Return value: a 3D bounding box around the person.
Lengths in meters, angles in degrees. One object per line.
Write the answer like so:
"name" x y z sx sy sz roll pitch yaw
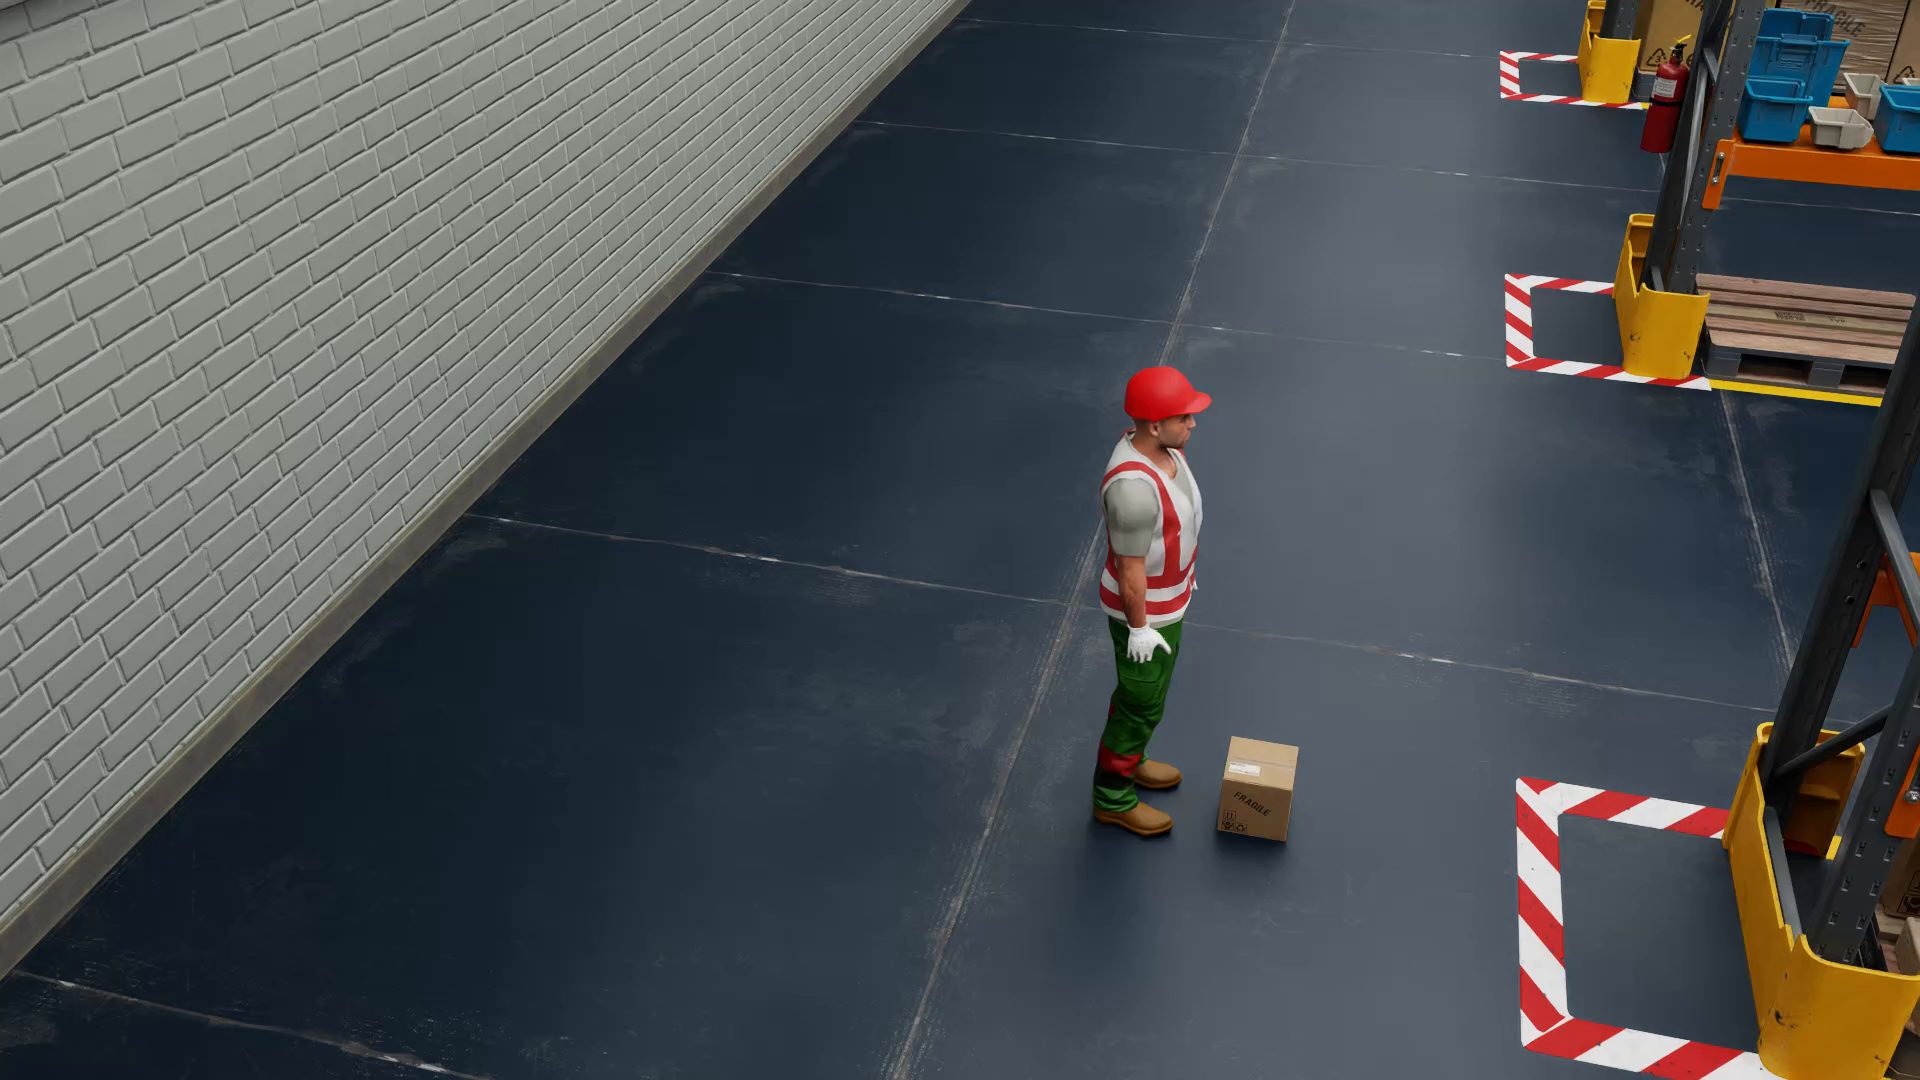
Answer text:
"person" 0.660 0.208 5.790 0.342 1.785 0.525 9 34 14
